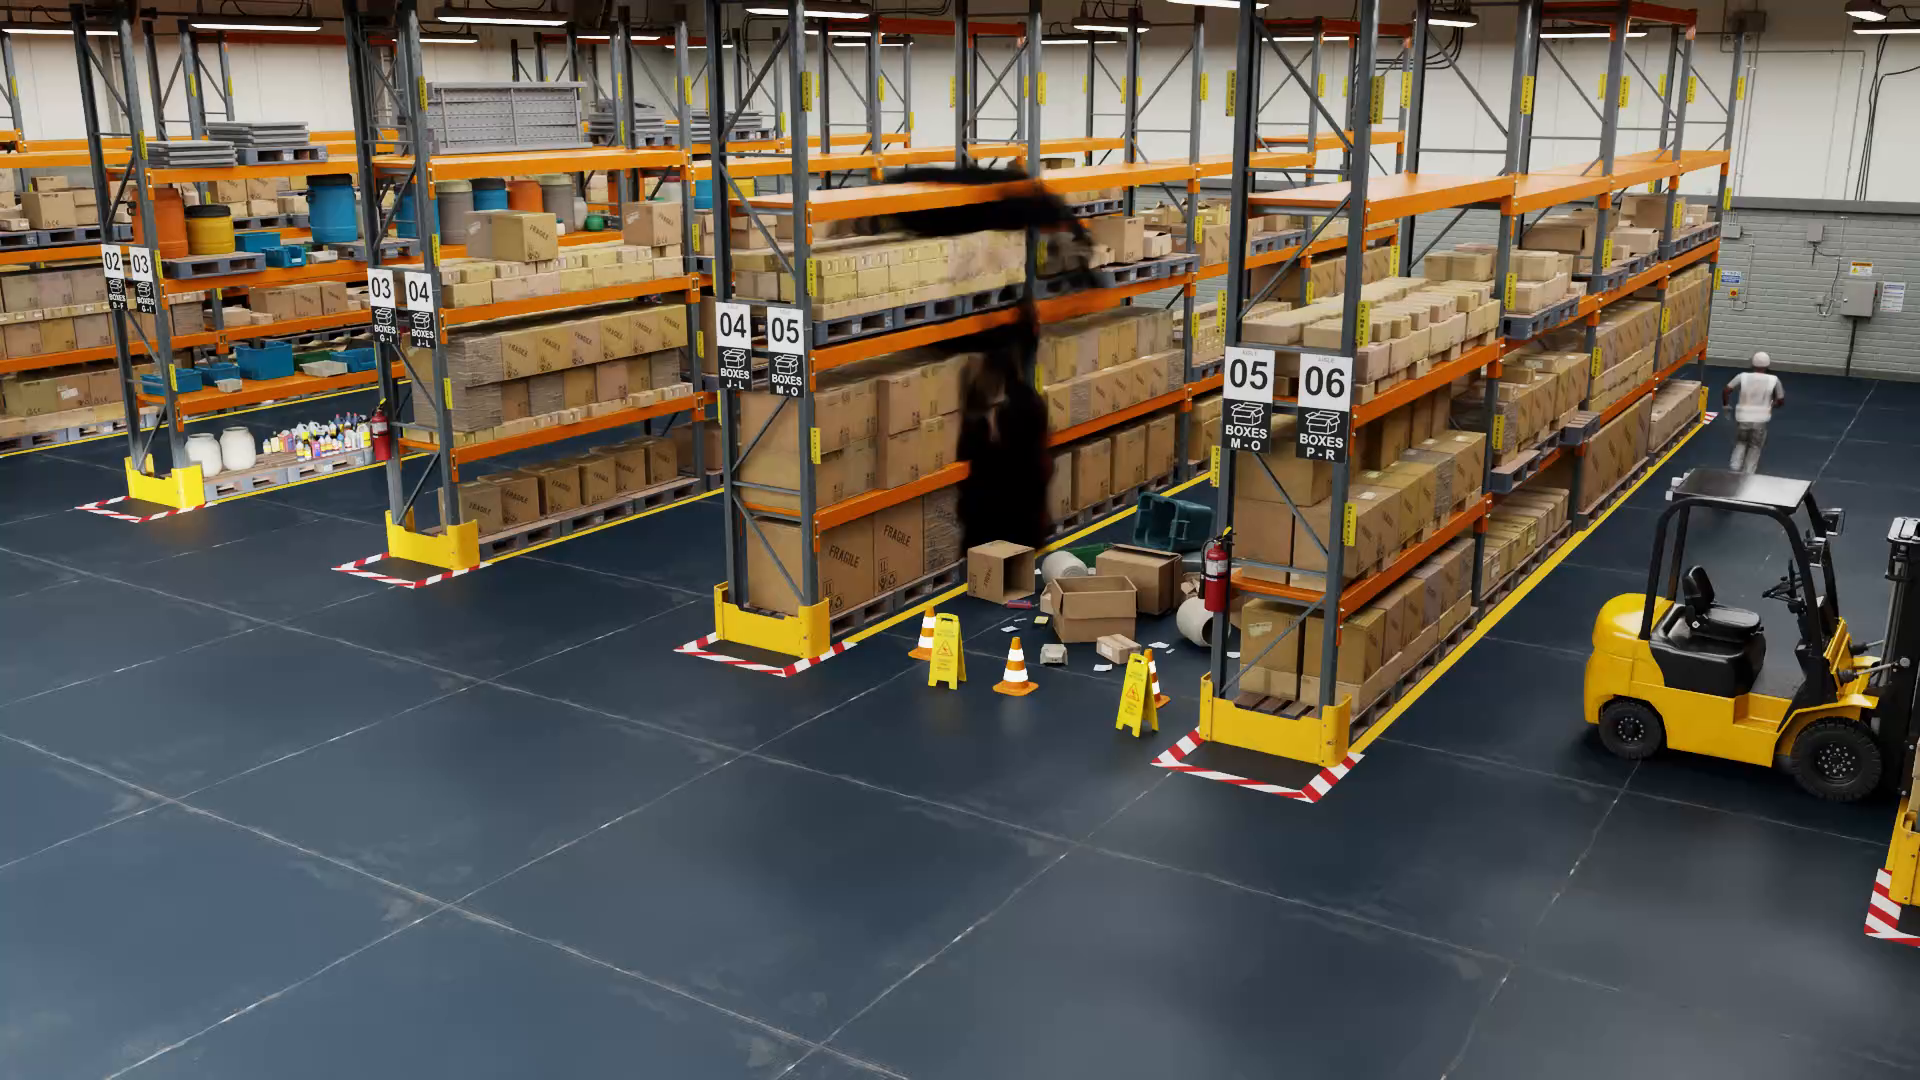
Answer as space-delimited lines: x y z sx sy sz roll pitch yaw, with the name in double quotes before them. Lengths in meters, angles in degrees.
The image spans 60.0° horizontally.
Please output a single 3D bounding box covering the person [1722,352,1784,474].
"person" 10.290 -1.581 21.614 0.719 1.749 0.616 9 18 31
